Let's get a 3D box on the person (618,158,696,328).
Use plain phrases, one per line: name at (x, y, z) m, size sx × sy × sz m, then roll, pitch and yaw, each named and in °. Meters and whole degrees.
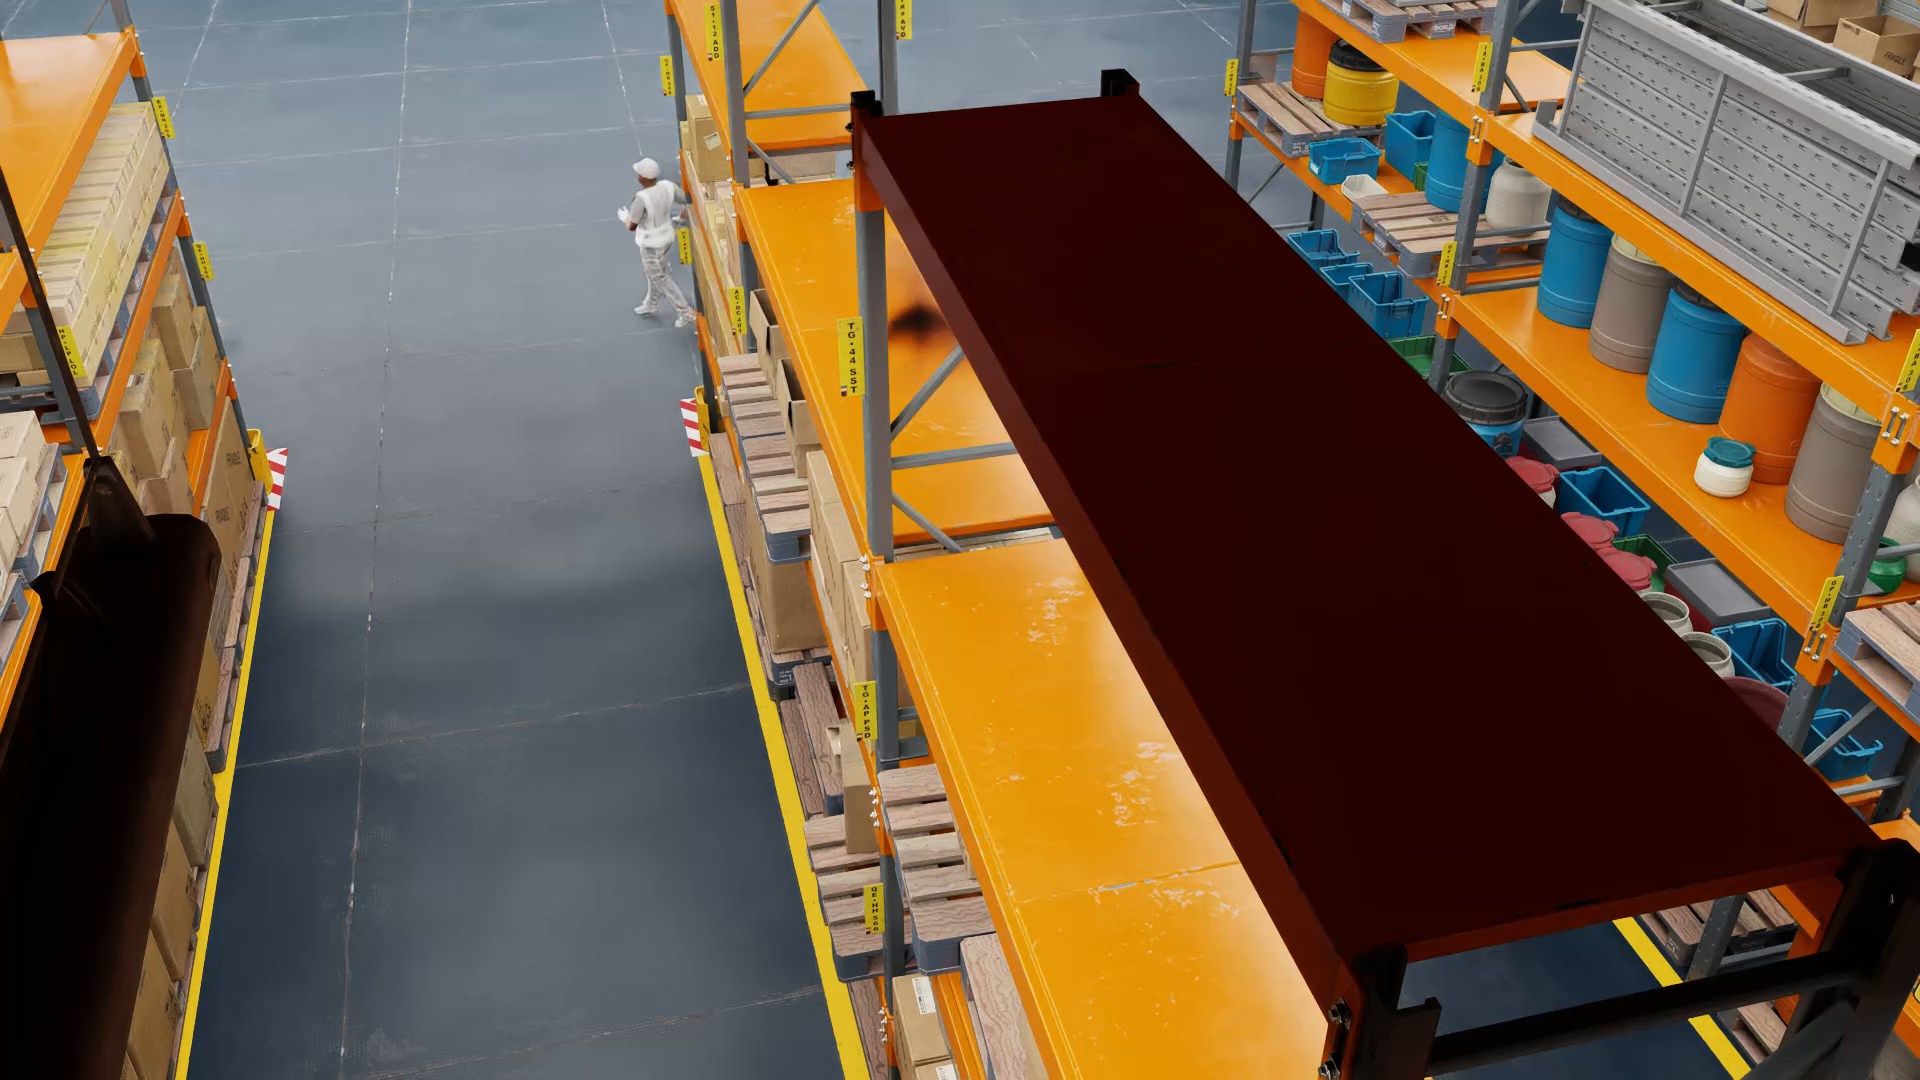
person at (-3.078, -3.008, 16.865) m, size 0.914 × 1.810 × 0.679 m, roll 16°, pitch 38°, yaw 22°
